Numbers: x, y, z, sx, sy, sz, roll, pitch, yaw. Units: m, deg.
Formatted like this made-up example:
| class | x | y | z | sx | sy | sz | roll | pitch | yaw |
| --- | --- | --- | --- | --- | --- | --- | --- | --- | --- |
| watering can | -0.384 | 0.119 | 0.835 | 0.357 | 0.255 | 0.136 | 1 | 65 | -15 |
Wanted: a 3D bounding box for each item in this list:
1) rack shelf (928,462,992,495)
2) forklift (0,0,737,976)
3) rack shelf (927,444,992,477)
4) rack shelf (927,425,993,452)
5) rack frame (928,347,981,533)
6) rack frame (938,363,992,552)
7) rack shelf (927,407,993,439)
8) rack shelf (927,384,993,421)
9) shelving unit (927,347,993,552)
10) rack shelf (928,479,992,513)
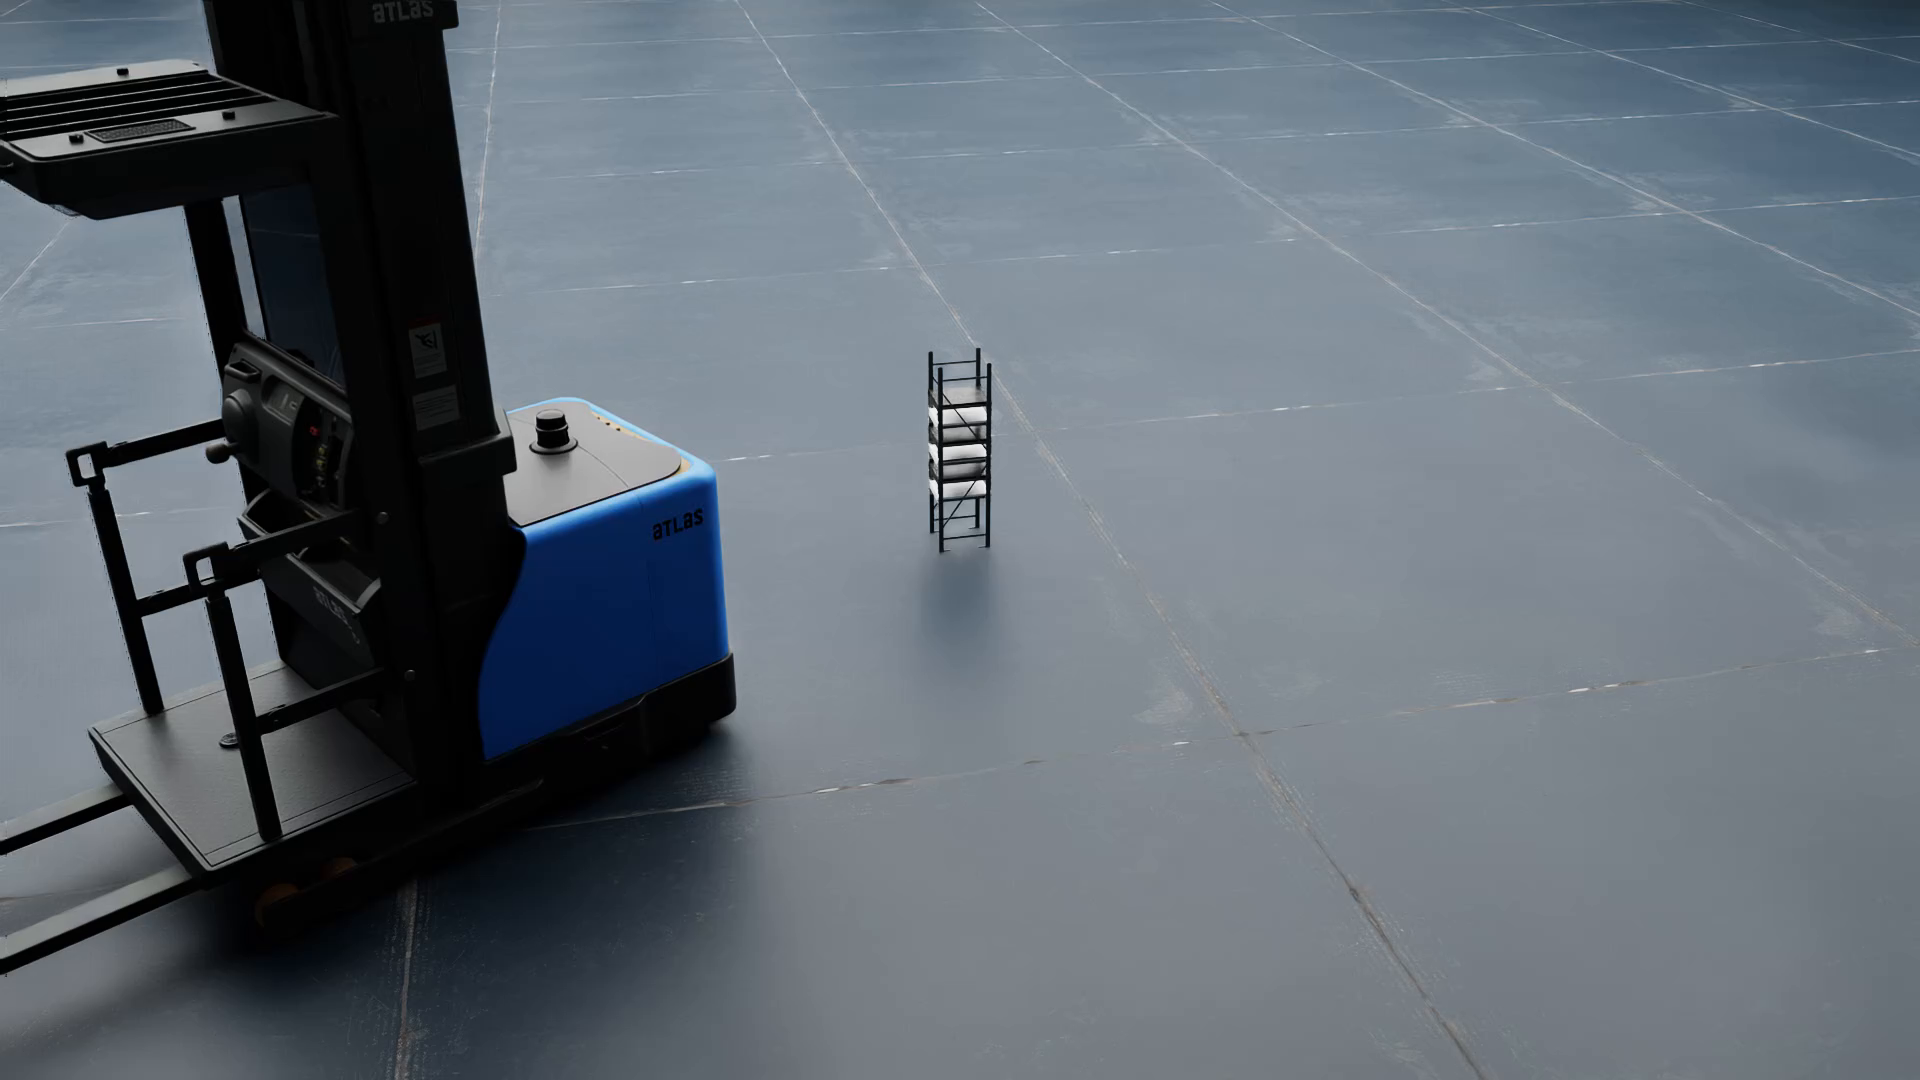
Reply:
| class | x | y | z | sx | sy | sz | roll | pitch | yaw |
| --- | --- | --- | --- | --- | --- | --- | --- | --- | --- |
| rack shelf | -0.002 | -0.295 | 7.610 | 0.258 | 0.077 | 0.200 | -6 | 27 | -12 |
| forklift | -2.273 | -0.317 | 5.125 | 3.031 | 2.935 | 1.130 | -23 | 35 | -38 |
| rack shelf | -0.002 | -0.376 | 7.569 | 0.258 | 0.077 | 0.200 | -6 | 27 | -12 |
| rack shelf | -0.002 | -0.456 | 7.529 | 0.258 | 0.077 | 0.200 | -6 | 27 | -12 |
| rack frame | -0.025 | -0.450 | 7.643 | 0.240 | 0.900 | 0.006 | -6 | 27 | -12 |
| rack frame | 0.021 | -0.361 | 7.466 | 0.240 | 0.900 | 0.006 | -6 | 27 | -12 |
| rack shelf | -0.002 | -0.536 | 7.488 | 0.258 | 0.077 | 0.200 | -6 | 27 | -12 |
| rack shelf | -0.002 | -0.617 | 7.448 | 0.258 | 0.077 | 0.200 | -6 | 27 | -12 |
| shelving unit | -0.002 | -0.405 | 7.554 | 0.258 | 0.900 | 0.210 | -6 | 27 | -12 |
| rack shelf | -0.002 | -0.215 | 7.650 | 0.258 | 0.077 | 0.200 | -6 | 27 | -12 |
